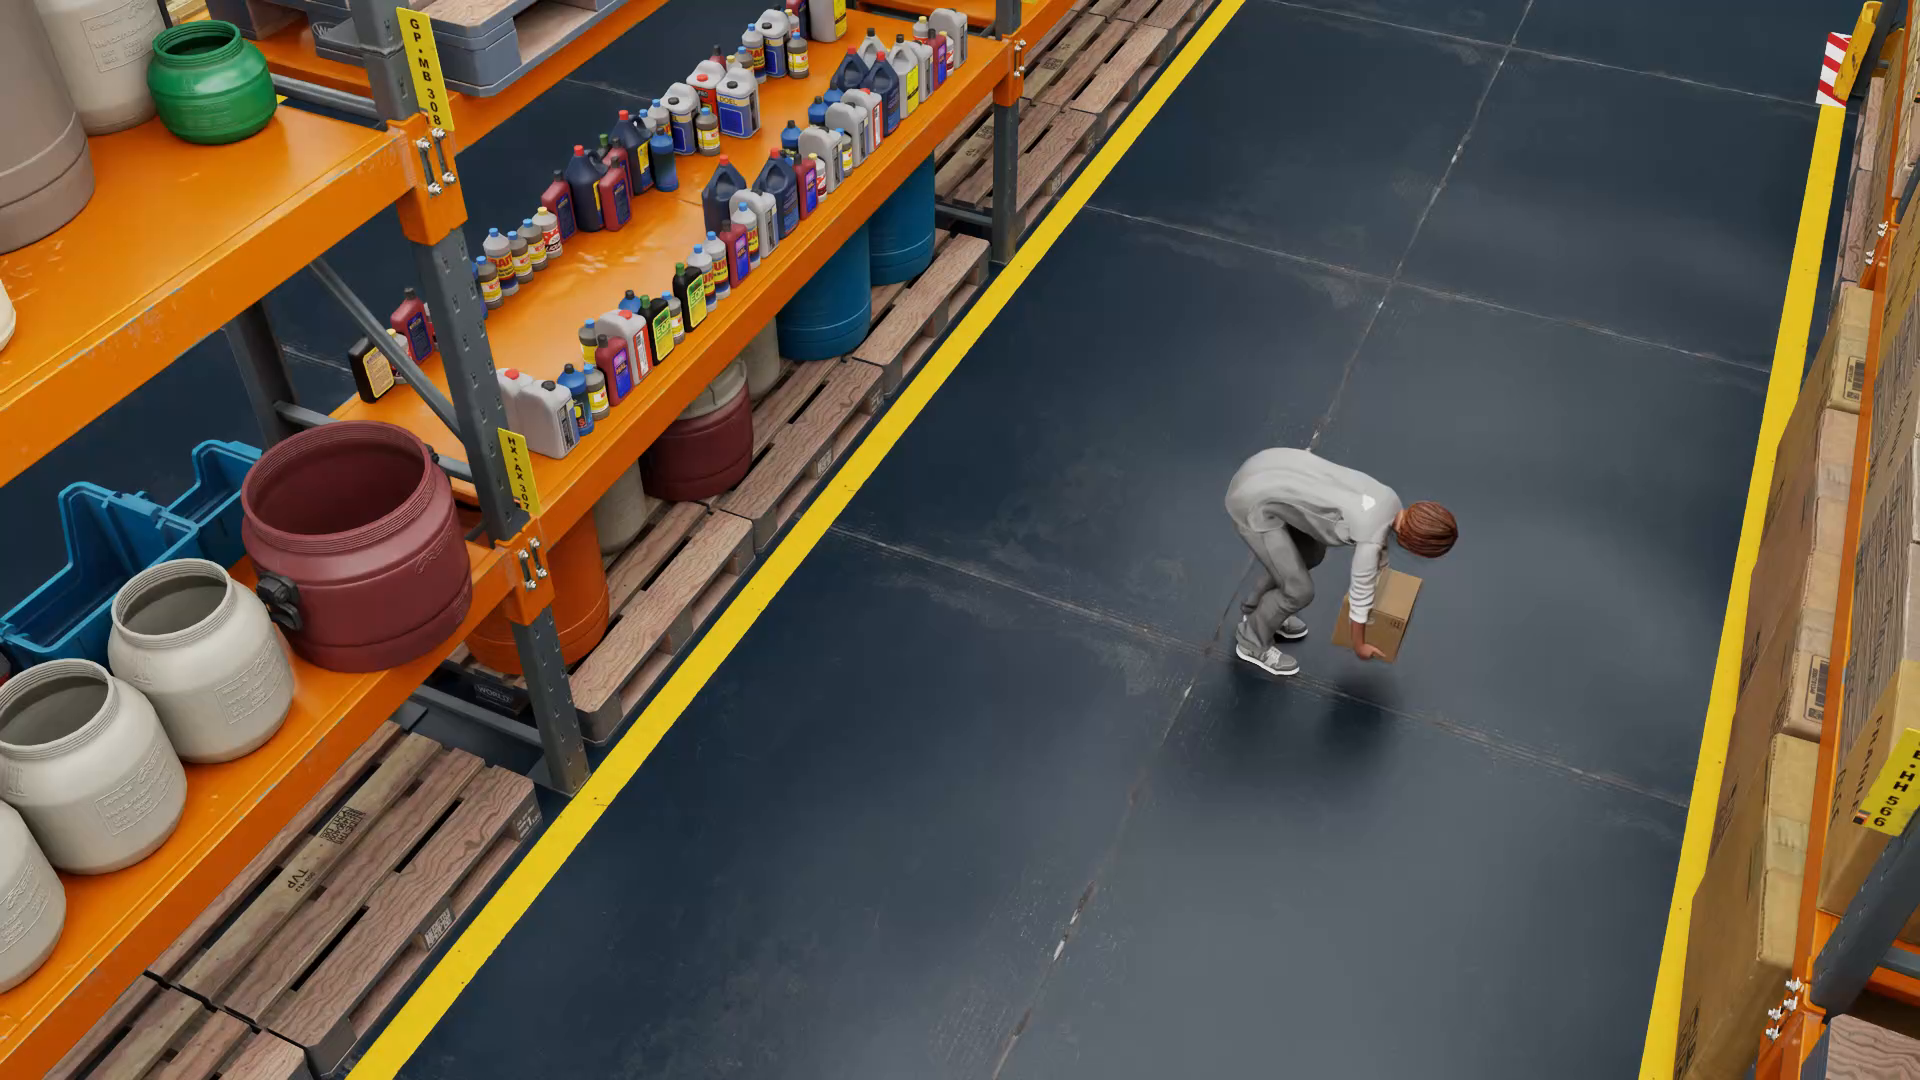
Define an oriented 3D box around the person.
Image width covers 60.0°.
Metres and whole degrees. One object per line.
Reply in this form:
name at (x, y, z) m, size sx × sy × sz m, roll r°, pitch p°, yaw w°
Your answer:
person at (1.438, 0.119, 6.487) m, size 0.871 × 0.990 × 0.396 m, roll 16°, pitch 45°, yaw 17°
